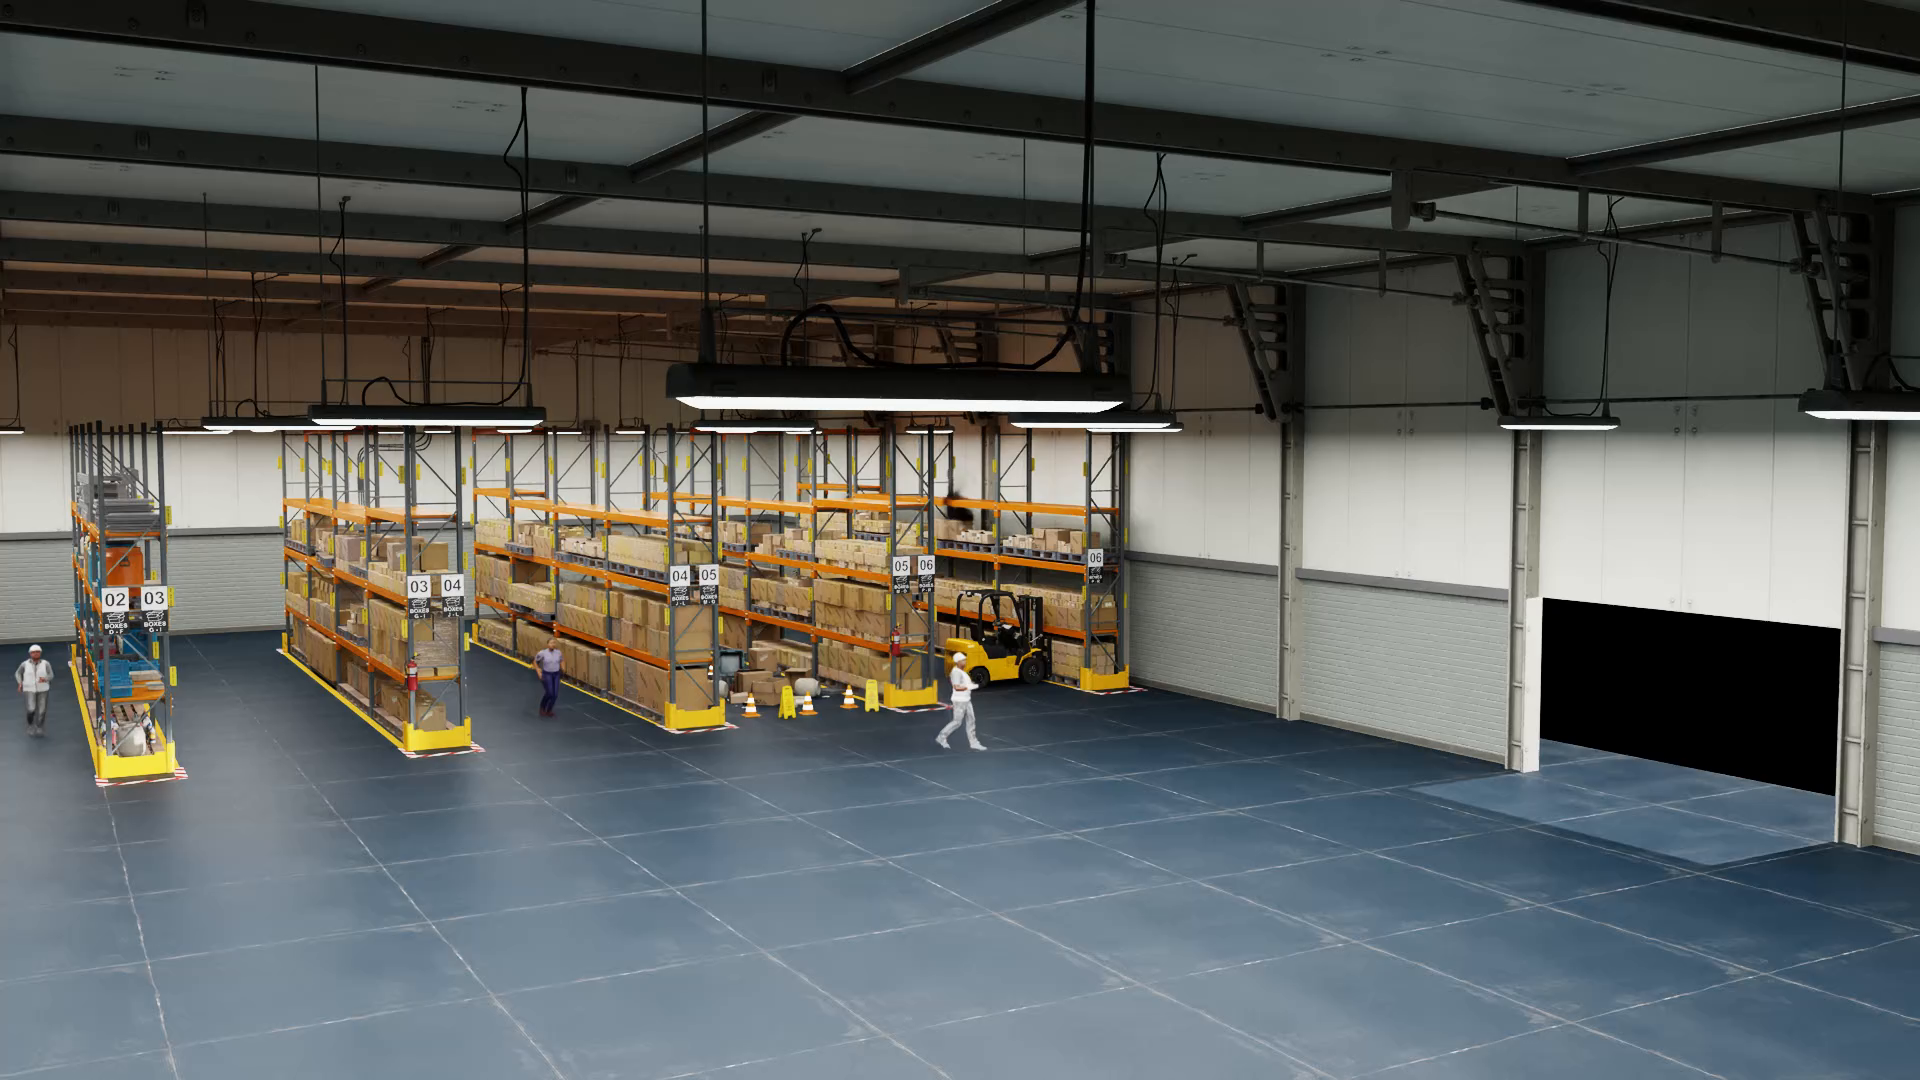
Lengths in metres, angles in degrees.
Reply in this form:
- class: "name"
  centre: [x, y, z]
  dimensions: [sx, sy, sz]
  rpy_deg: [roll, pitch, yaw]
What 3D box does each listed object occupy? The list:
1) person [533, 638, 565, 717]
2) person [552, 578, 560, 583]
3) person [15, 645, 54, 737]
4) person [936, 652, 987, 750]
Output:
- class: "person"
  centre: [-8.341, 2.812, 34.000]
  dimensions: [0.612, 1.617, 0.578]
  rpy_deg: [-3, 5, -41]
- class: "person"
  centre: [-12.022, 1.853, 49.173]
  dimensions: [0.528, 1.653, 0.581]
  rpy_deg: [-2, 4, -29]
- class: "person"
  centre: [-17.637, 2.877, 31.719]
  dimensions: [0.624, 1.742, 0.663]
  rpy_deg: [-2, 4, -34]
- class: "person"
  centre: [0.024, 2.929, 30.180]
  dimensions: [0.929, 1.779, 0.683]
  rpy_deg: [1, 4, 13]
